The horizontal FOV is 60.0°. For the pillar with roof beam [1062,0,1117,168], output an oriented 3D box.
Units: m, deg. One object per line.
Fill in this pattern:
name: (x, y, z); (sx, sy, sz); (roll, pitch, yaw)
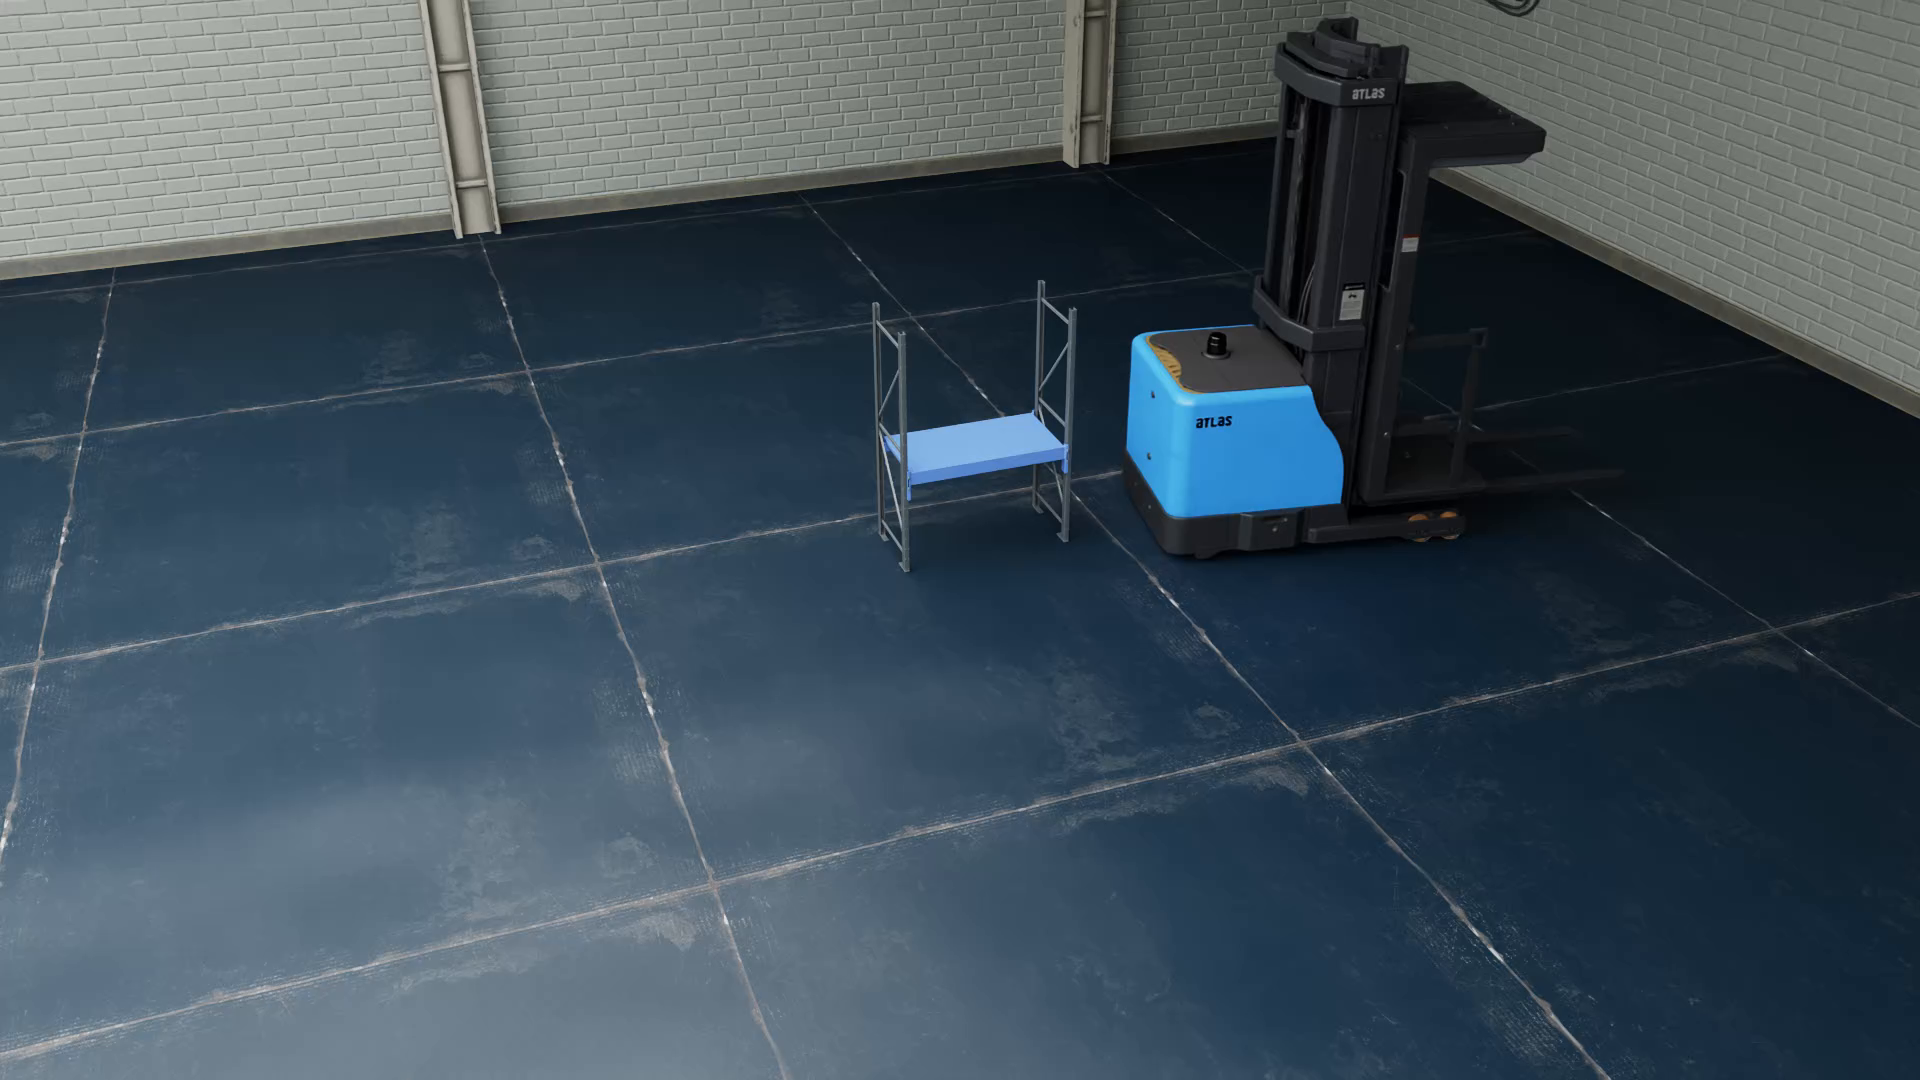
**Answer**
pillar with roof beam: (2.772, -5.739, 11.083); (0.400, 9.000, 9.100); (-10, 31, -18)

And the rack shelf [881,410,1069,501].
rack shelf: (0.080, -0.510, 9.844); (1.000, 0.185, 0.538); (-10, 31, -18)

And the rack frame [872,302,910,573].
rack frame: (-0.396, -0.579, 9.601); (0.032, 1.500, 0.500); (-10, 31, -18)

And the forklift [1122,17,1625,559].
forklift: (2.603, -1.511, 9.793); (3.031, 2.935, 1.130); (-5, 30, -10)

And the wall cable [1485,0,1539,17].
wall cable: (4.493, -6.282, 15.173); (0.112, 2.526, 3.097); (-10, 31, -18)

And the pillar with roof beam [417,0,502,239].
pillar with roof beam: (-2.851, -4.703, 9.265); (0.400, 9.000, 9.100); (-10, 31, -18)

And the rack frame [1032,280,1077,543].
rack frame: (0.556, -0.754, 9.909); (0.032, 1.500, 0.500); (-10, 31, -18)

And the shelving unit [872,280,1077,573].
shelving unit: (0.080, -0.666, 9.755); (1.048, 1.500, 0.538); (-10, 31, -18)
